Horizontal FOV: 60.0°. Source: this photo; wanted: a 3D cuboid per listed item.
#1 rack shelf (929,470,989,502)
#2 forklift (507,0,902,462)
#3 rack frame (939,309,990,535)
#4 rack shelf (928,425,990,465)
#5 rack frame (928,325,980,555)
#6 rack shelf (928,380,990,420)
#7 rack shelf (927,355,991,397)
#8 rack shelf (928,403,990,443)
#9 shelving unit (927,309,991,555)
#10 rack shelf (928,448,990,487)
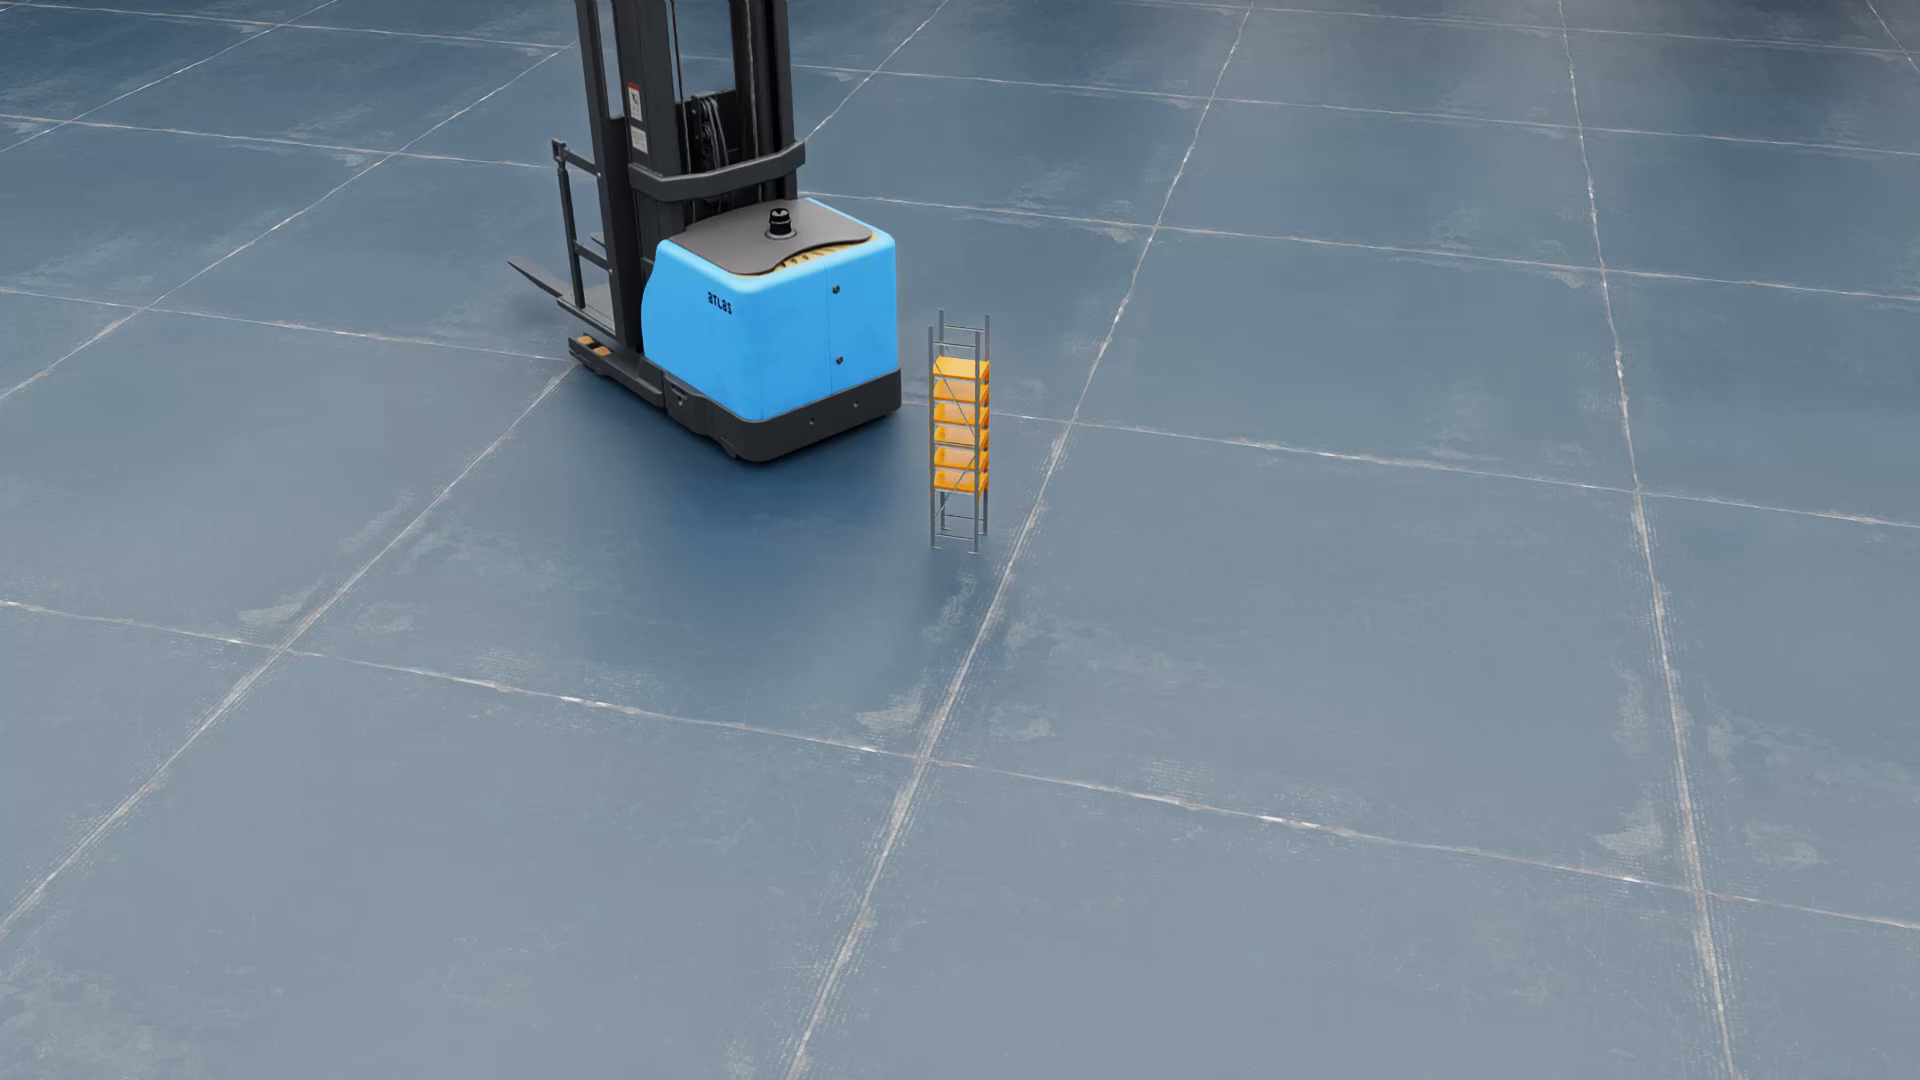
[{"bbox_3d":[-0.004,-0.259,8.069,0.258,0.103,0.180,8,33,12],"label":"rack shelf"},{"bbox_3d":[-1.670,-2.362,9.233,1.130,2.935,3.031,-25,40,-34],"label":"forklift"},{"bbox_3d":[0.020,-0.546,7.991,0.240,1.200,0.006,8,33,12],"label":"rack frame"},{"bbox_3d":[-0.004,-0.461,7.940,0.258,0.103,0.180,8,33,12],"label":"rack shelf"},{"bbox_3d":[-0.027,-0.451,7.842,0.240,1.200,0.006,8,33,12],"label":"rack frame"},{"bbox_3d":[-0.004,-0.664,7.811,0.258,0.103,0.180,8,33,12],"label":"rack shelf"},{"bbox_3d":[-0.004,-0.765,7.747,0.258,0.103,0.180,8,33,12],"label":"rack shelf"},{"bbox_3d":[-0.004,-0.563,7.876,0.258,0.103,0.180,8,33,12],"label":"rack shelf"},{"bbox_3d":[-0.004,-0.499,7.916,0.258,1.200,0.189,8,33,12],"label":"shelving unit"},{"bbox_3d":[-0.004,-0.360,8.005,0.258,0.103,0.180,8,33,12],"label":"rack shelf"}]
